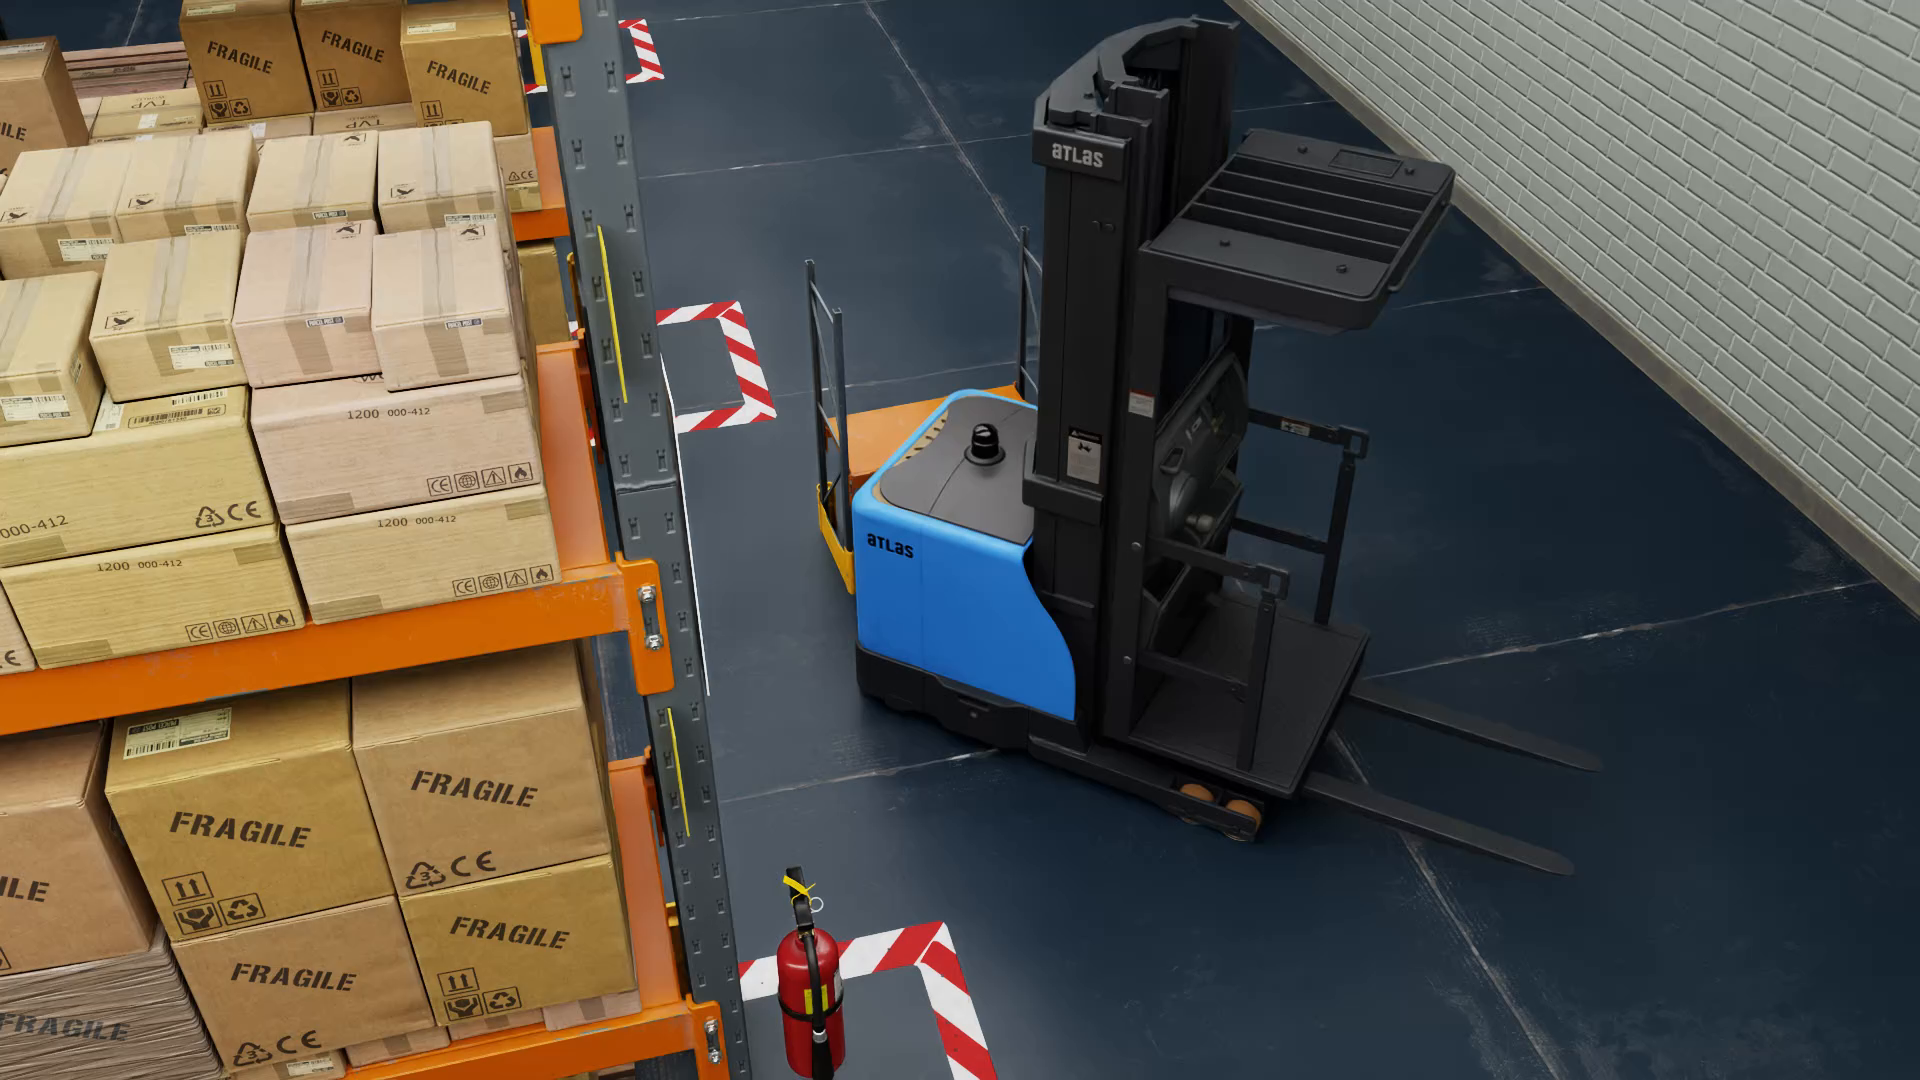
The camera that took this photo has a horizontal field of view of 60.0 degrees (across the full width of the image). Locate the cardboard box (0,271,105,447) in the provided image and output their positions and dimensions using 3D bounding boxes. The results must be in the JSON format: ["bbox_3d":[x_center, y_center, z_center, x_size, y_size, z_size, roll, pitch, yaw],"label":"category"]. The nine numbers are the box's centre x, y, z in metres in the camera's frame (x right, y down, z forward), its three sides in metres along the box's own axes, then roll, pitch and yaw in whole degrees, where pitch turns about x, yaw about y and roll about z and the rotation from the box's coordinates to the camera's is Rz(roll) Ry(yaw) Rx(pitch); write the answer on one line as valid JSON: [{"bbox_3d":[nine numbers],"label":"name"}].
[{"bbox_3d":[-1.757,-0.340,3.120,0.250,0.149,0.380,-9,38,-11],"label":"cardboard box"}]

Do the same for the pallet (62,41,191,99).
[{"bbox_3d":[-6.424,-3.433,12.543,1.213,0.211,1.003,-9,38,-12],"label":"pallet"}]

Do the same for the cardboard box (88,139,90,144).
[{"bbox_3d":[-4.330,-1.636,7.778,0.500,0.250,0.500,-8,38,-11],"label":"cardboard box"}]

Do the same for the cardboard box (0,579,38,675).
[{"bbox_3d":[-2.118,0.047,3.354,0.500,0.250,0.500,-8,38,-10],"label":"cardboard box"}]

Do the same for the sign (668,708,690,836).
[{"bbox_3d":[-0.650,0.539,3.843,0.005,0.325,0.100,-9,38,-12],"label":"sign"}]

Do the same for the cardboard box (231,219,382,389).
[{"bbox_3d":[-1.277,-0.474,3.295,0.250,0.149,0.380,-9,38,-11],"label":"cardboard box"}]

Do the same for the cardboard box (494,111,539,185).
[{"bbox_3d":[-2.369,-1.956,8.196,0.500,0.250,0.500,-10,39,-13],"label":"cardboard box"}]

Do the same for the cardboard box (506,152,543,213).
[{"bbox_3d":[-2.228,-1.780,8.294,0.250,0.149,0.380,-9,38,-11],"label":"cardboard box"}]

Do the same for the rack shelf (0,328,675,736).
[{"bbox_3d":[-2.706,0.207,3.613,4.000,0.370,1.077,-9,38,-12],"label":"rack shelf"}]

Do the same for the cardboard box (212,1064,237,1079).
[{"bbox_3d":[-2.006,1.258,4.323,0.250,0.149,0.380,-11,39,-14],"label":"cardboard box"}]

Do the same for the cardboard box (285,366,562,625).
[{"bbox_3d":[-1.145,-0.109,3.557,0.500,0.250,0.500,-10,39,-13],"label":"cardboard box"}]

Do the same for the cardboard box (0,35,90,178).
[{"bbox_3d":[-4.325,-1.937,7.554,0.500,0.500,0.500,-10,39,-13],"label":"cardboard box"}]

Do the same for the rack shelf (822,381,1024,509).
[{"bbox_3d":[-0.112,-0.461,7.894,1.000,0.185,0.538,-12,39,-15],"label":"rack shelf"}]

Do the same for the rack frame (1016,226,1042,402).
[{"bbox_3d":[0.370,-0.703,7.914,0.032,1.500,0.500,-12,39,-15],"label":"rack frame"}]

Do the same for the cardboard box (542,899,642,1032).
[{"bbox_3d":[-1.016,1.113,4.512,0.250,0.149,0.380,-9,38,-12],"label":"cardboard box"}]

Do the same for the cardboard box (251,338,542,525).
[{"bbox_3d":[-1.153,-0.312,3.412,0.500,0.250,0.500,-10,39,-13],"label":"cardboard box"}]

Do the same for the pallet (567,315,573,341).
[{"bbox_3d":[-2.722,-0.849,9.166,1.213,0.211,1.003,-9,38,-12],"label":"pallet"}]

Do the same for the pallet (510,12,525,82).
[{"bbox_3d":[-4.068,-3.819,13.048,1.213,0.211,1.003,-9,38,-12],"label":"pallet"}]

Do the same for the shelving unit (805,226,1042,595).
[{"bbox_3d":[-0.103,-0.606,7.787,1.083,1.500,0.587,-12,39,-15],"label":"shelving unit"}]

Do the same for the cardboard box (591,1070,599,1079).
[{"bbox_3d":[-1.364,1.657,5.596,0.250,0.149,0.380,-9,38,-11],"label":"cardboard box"}]

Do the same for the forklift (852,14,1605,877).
[{"bbox_3d":[1.096,-0.331,6.250,3.031,2.935,1.130,17,41,21],"label":"forklift"}]

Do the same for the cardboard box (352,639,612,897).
[{"bbox_3d":[-1.152,0.459,4.010,0.500,0.500,0.500,-10,39,-13],"label":"cardboard box"}]

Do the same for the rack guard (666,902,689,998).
[{"bbox_3d":[-0.848,1.801,5.464,0.348,0.500,1.175,-9,38,-12],"label":"rack guard"}]

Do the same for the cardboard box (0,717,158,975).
[{"bbox_3d":[-2.141,0.627,3.791,0.500,0.500,0.500,-7,38,-10],"label":"cardboard box"}]

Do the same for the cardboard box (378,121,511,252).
[{"bbox_3d":[-1.147,-0.775,3.689,0.250,0.149,0.380,-10,38,-12],"label":"cardboard box"}]

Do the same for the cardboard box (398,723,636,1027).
[{"bbox_3d":[-1.142,0.860,4.309,0.500,0.500,0.500,-9,38,-11],"label":"cardboard box"}]

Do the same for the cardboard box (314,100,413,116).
[{"bbox_3d":[-3.004,-2.184,8.494,0.500,0.250,0.500,-10,38,-12],"label":"cardboard box"}]

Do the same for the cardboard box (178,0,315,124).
[{"bbox_3d":[-3.486,-2.403,8.164,0.500,0.500,0.500,-10,39,-13],"label":"cardboard box"}]

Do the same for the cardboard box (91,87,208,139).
[{"bbox_3d":[-3.993,-2.021,8.281,0.500,0.250,0.500,-10,39,-13],"label":"cardboard box"}]

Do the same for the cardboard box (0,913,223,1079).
[{"bbox_3d":[-2.127,1.025,4.094,0.500,0.500,0.500,-9,38,-12],"label":"cardboard box"}]

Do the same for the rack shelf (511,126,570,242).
[{"bbox_3d":[-3.901,-1.527,8.349,4.000,0.370,1.077,-9,38,-12],"label":"rack shelf"}]

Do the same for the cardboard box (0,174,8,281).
[{"bbox_3d":[-2.135,-0.604,3.465,0.250,0.149,0.380,-8,38,-11],"label":"cardboard box"}]

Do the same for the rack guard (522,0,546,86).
[{"bbox_3d":[-3.242,-4.053,13.117,0.348,0.500,1.175,-9,38,-12],"label":"rack guard"}]

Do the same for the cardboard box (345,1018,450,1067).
[{"bbox_3d":[-1.504,1.179,4.426,0.250,0.149,0.380,-10,38,-12],"label":"cardboard box"}]

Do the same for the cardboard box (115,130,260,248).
[{"bbox_3d":[-1.679,-0.745,3.650,0.250,0.149,0.380,-9,38,-12],"label":"cardboard box"}]

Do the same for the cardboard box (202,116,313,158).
[{"bbox_3d":[-3.350,-1.795,7.985,0.500,0.250,0.500,-11,39,-13],"label":"cardboard box"}]

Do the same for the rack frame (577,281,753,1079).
[{"bbox_3d":[-0.775,0.796,4.720,0.127,3.000,1.000,-9,38,-12],"label":"rack frame"}]

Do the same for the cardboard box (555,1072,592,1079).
[{"bbox_3d":[-1.220,1.758,4.974,0.250,0.149,0.380,-9,38,-11],"label":"cardboard box"}]
